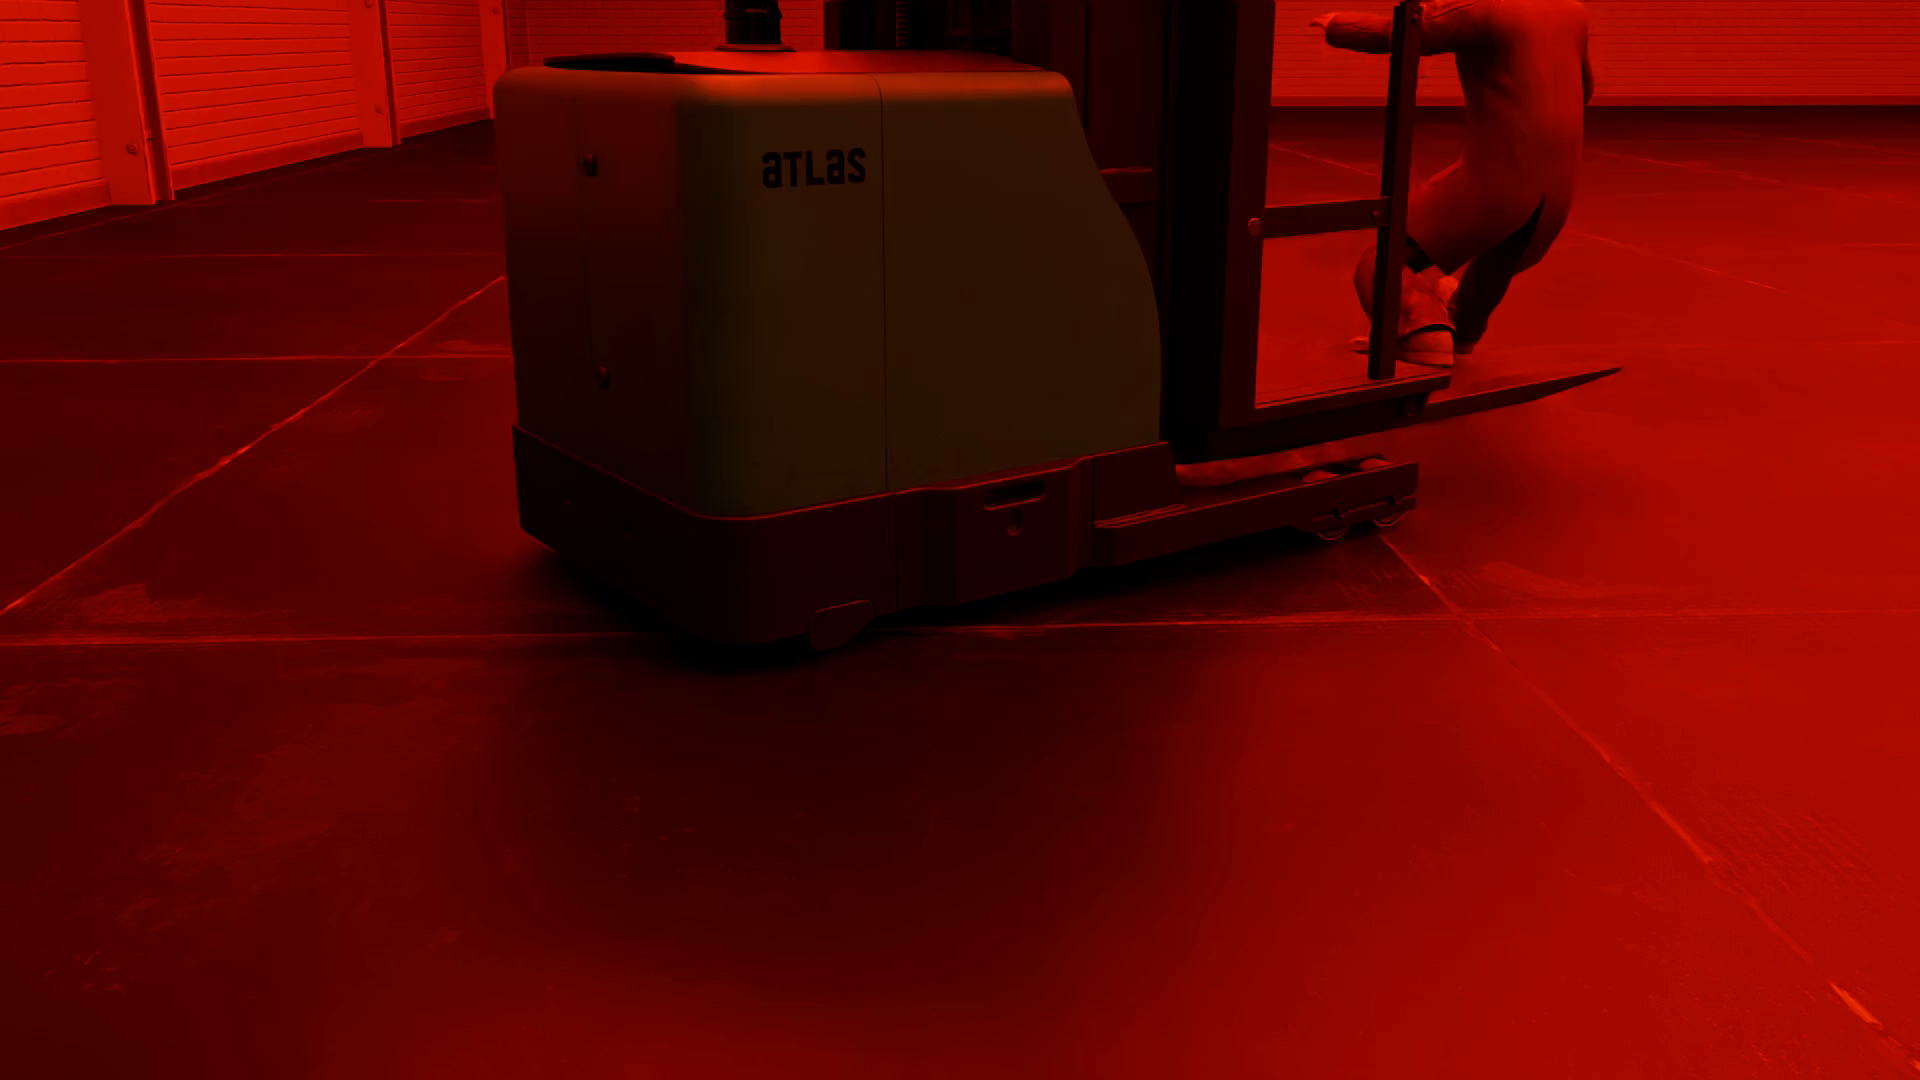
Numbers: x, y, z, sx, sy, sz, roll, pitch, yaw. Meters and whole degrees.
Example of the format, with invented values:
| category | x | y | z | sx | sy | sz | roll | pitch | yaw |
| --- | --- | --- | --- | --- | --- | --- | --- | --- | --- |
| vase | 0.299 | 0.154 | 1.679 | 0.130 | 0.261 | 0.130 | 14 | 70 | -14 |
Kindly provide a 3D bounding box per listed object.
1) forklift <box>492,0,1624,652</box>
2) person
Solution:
| category | x | y | z | sx | sy | sz | roll | pitch | yaw |
| --- | --- | --- | --- | --- | --- | --- | --- | --- | --- |
| forklift | 0.493 | -1.511 | 3.848 | 3.031 | 2.935 | 1.130 | -12 | 21 | -34 |
| person | 1.603 | -1.231 | 5.447 | 1.091 | 1.428 | 1.150 | -7 | 19 | -23 |
